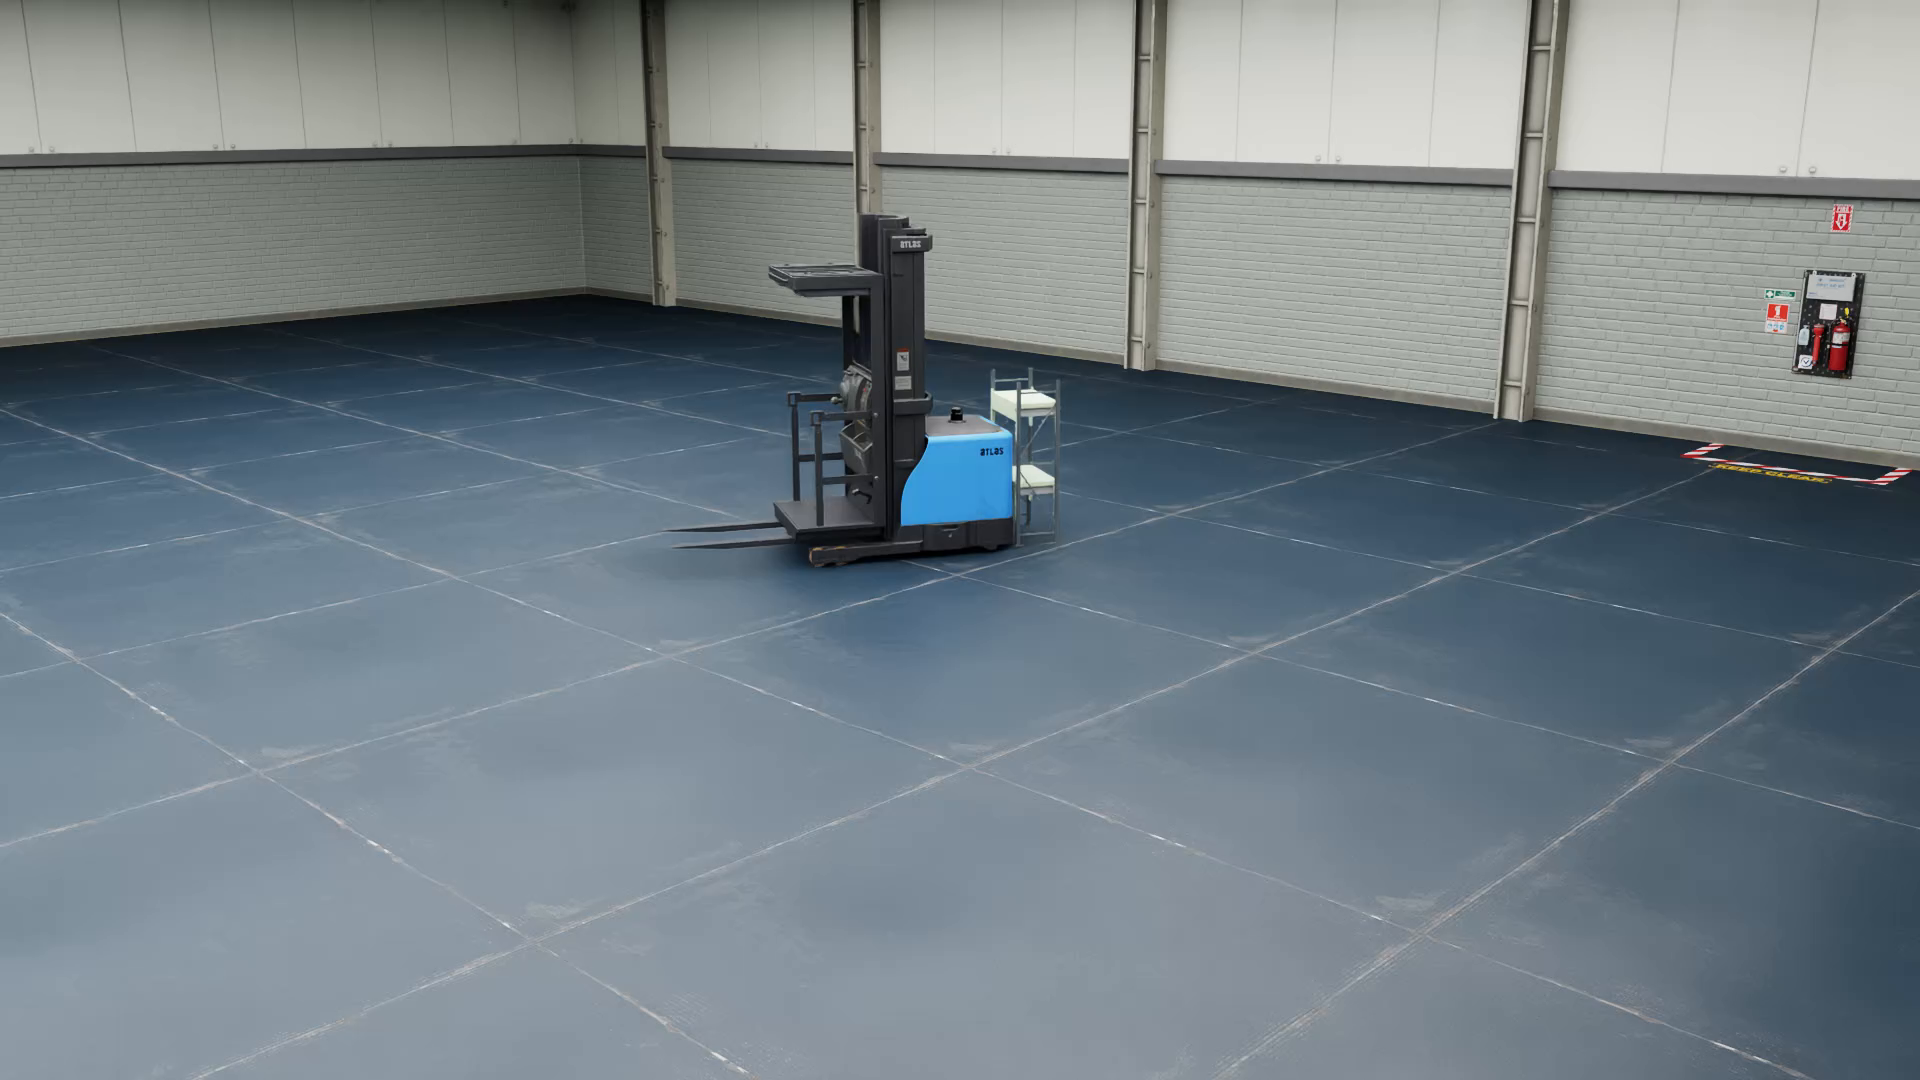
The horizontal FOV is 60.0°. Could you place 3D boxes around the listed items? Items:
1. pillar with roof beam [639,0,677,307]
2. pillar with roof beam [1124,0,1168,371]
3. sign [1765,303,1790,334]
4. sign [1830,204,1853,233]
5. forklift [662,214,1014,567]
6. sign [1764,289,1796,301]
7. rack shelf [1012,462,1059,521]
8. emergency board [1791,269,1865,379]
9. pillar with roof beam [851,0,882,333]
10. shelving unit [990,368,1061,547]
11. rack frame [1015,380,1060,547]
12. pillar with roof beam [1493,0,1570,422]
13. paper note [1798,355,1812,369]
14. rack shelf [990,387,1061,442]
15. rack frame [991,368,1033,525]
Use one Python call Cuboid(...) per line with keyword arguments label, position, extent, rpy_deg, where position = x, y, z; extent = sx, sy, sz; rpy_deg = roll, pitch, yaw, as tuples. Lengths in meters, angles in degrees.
Cuboid(label="pillar with roof beam", position=(-8.893, -8.273, 29.153), extent=(0.400, 9.000, 9.100), rpy_deg=(14, 20, 42))
Cuboid(label="pillar with roof beam", position=(-0.255, -6.173, 21.093), extent=(0.400, 9.000, 9.100), rpy_deg=(14, 20, 42))
Cuboid(label="sign", position=(9.293, -2.523, 18.913), extent=(0.234, 0.329, 0.001), rpy_deg=(14, 20, 42))
Cuboid(label="sign", position=(9.683, -3.532, 18.257), extent=(0.199, 0.298, 0.001), rpy_deg=(14, 20, 42))
Cuboid(label="forklift", position=(-1.096, -1.333, 14.554), extent=(3.031, 2.935, 1.130), rpy_deg=(-4, 15, -17))
Cuboid(label="sign", position=(9.290, -2.777, 18.837), extent=(0.331, 0.109, 0.001), rpy_deg=(14, 20, 42))
Cuboid(label="rack shelf", position=(0.587, -0.455, 15.315), extent=(0.431, 0.370, 0.720), rpy_deg=(-4, 15, -17))
Cuboid(label="emergency board", position=(9.619, -2.390, 18.474), extent=(0.643, 1.169, 0.194), rpy_deg=(14, 20, 42))
Cuboid(label="pillar with roof beam", position=(-4.574, -7.223, 25.123), extent=(0.400, 9.000, 9.100), rpy_deg=(14, 20, 42))
Cuboid(label="shelving unit", position=(0.587, -0.771, 15.233), extent=(0.431, 1.500, 0.755), rpy_deg=(-4, 15, -17))
Cuboid(label="rack frame", position=(0.695, -0.682, 14.894), extent=(0.400, 1.500, 0.023), rpy_deg=(-4, 15, -17))
Cuboid(label="pillar with roof beam", position=(4.064, -5.123, 17.063), extent=(0.400, 9.000, 9.100), rpy_deg=(14, 20, 42))
Cuboid(label="paper note", position=(9.540, -2.007, 18.753), extent=(0.142, 0.148, 0.016), rpy_deg=(14, 20, 42))
Cuboid(label="rack shelf", position=(0.587, -1.148, 15.135), extent=(0.431, 0.370, 0.720), rpy_deg=(-4, 15, -17))
Cuboid(label="rack frame", position=(0.480, -0.859, 15.571), extent=(0.400, 1.500, 0.023), rpy_deg=(-4, 15, -17))
